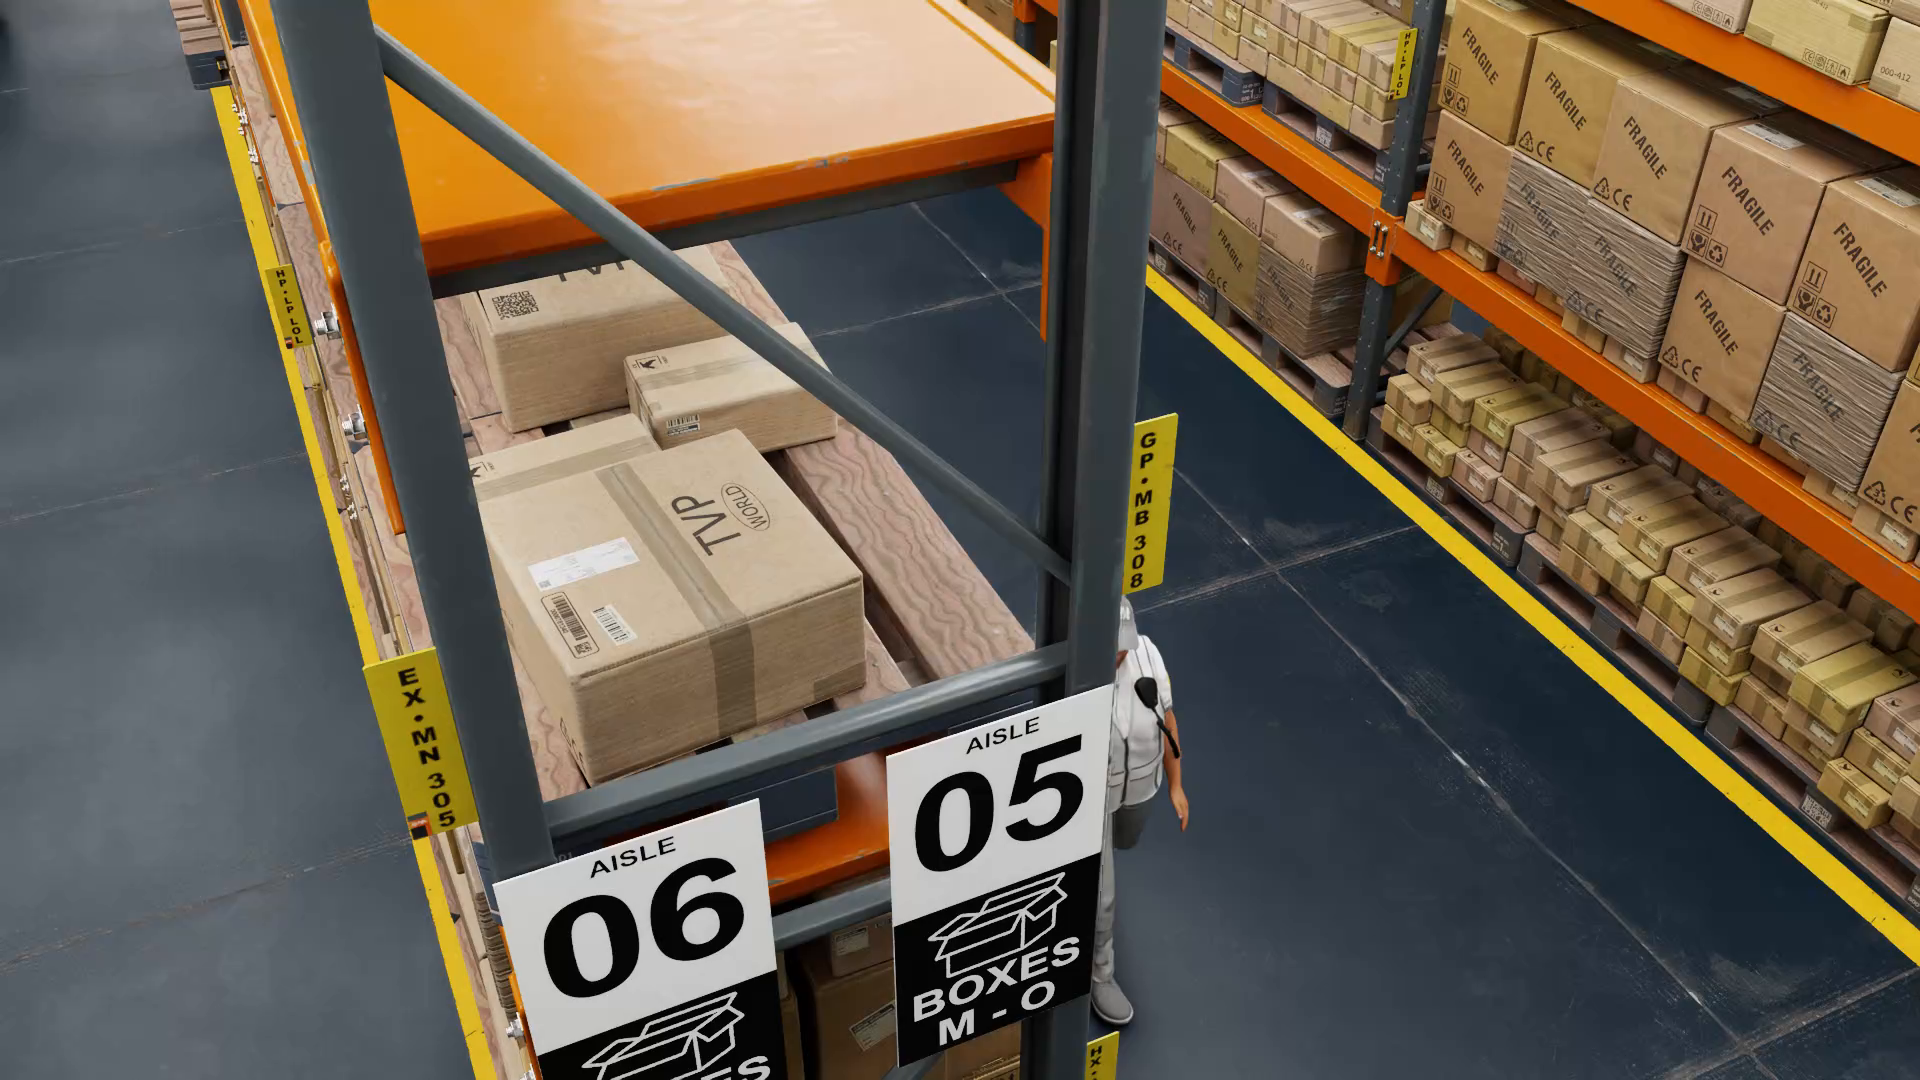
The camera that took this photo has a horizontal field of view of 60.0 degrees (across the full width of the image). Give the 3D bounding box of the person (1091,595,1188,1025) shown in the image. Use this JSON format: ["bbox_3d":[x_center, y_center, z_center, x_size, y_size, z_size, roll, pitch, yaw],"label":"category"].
[{"bbox_3d":[0.488,0.806,5.786,0.479,1.615,0.949,-15,40,-18],"label":"person"}]
